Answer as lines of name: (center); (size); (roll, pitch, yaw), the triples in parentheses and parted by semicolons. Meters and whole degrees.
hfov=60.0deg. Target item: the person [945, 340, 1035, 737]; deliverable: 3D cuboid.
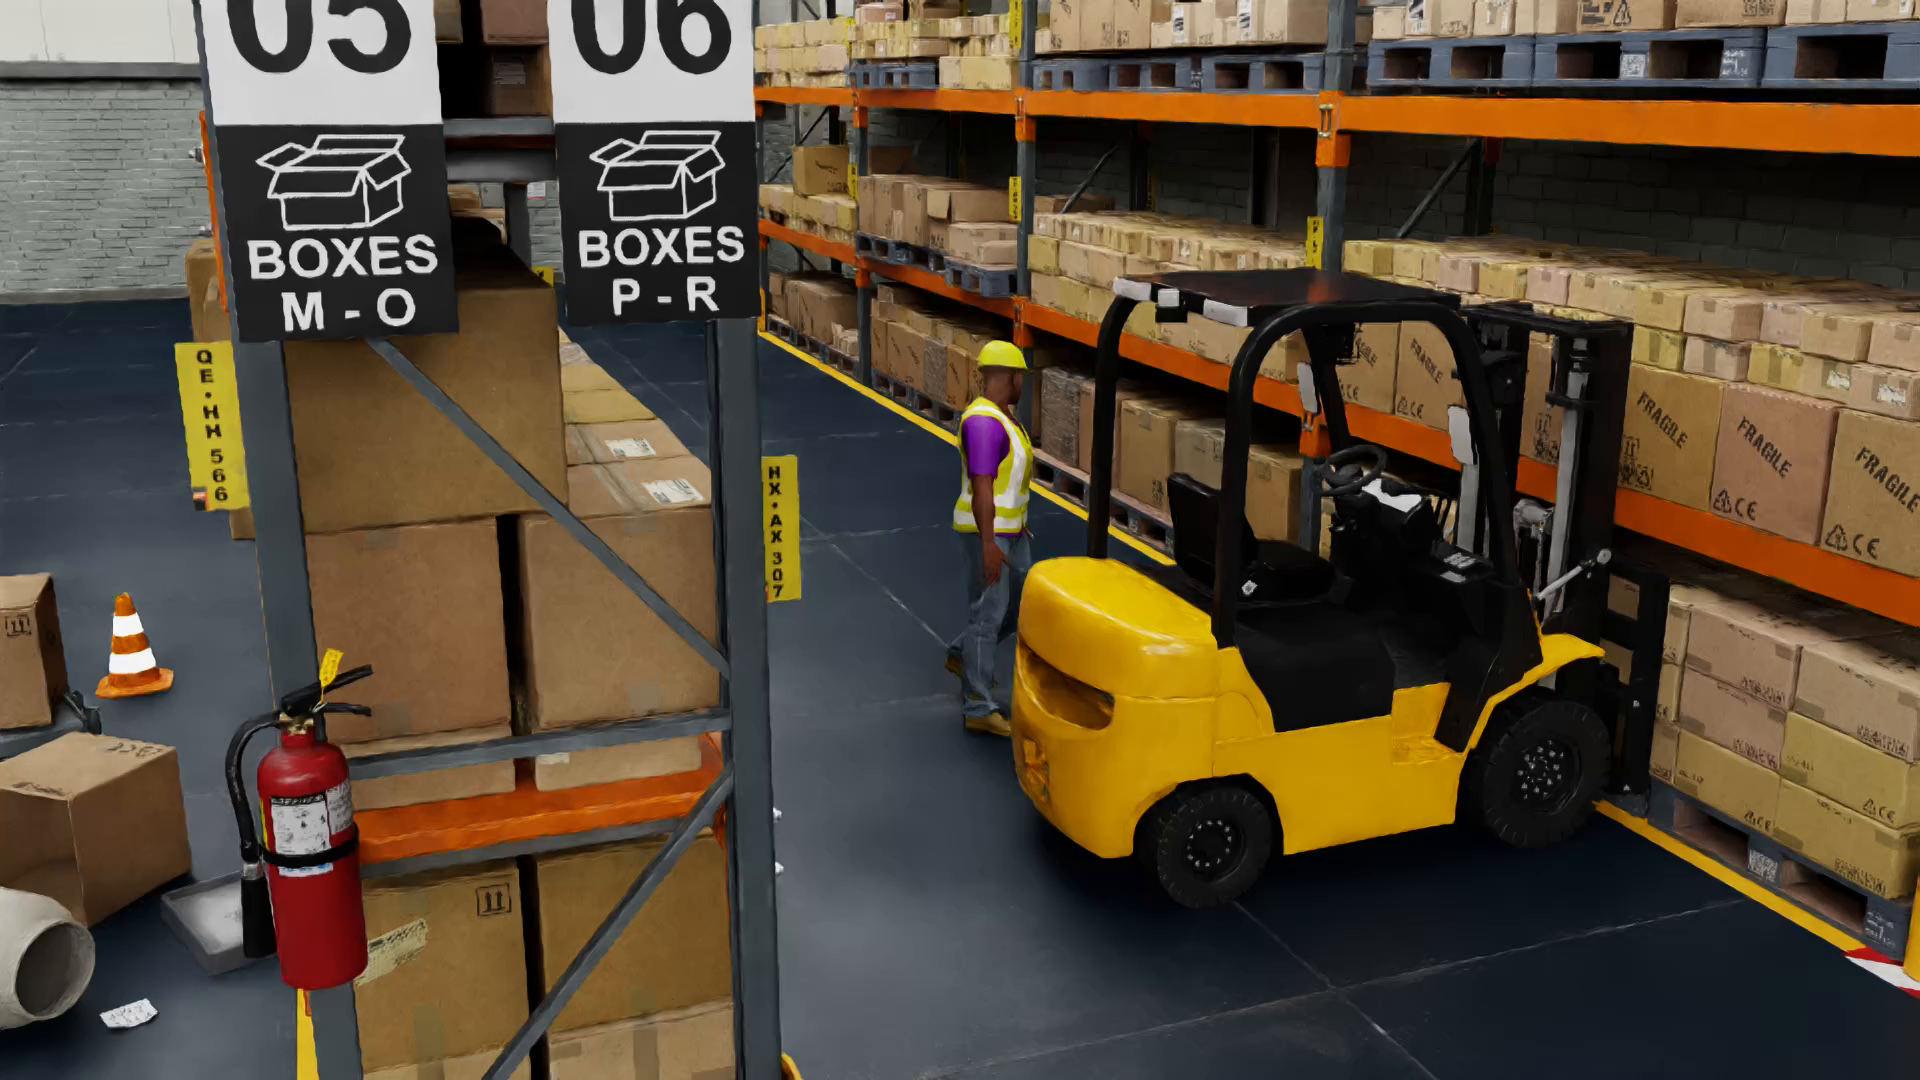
person: (0.135, -0.032, 7.655); (0.525, 1.752, 0.689); (4, 16, 14)
